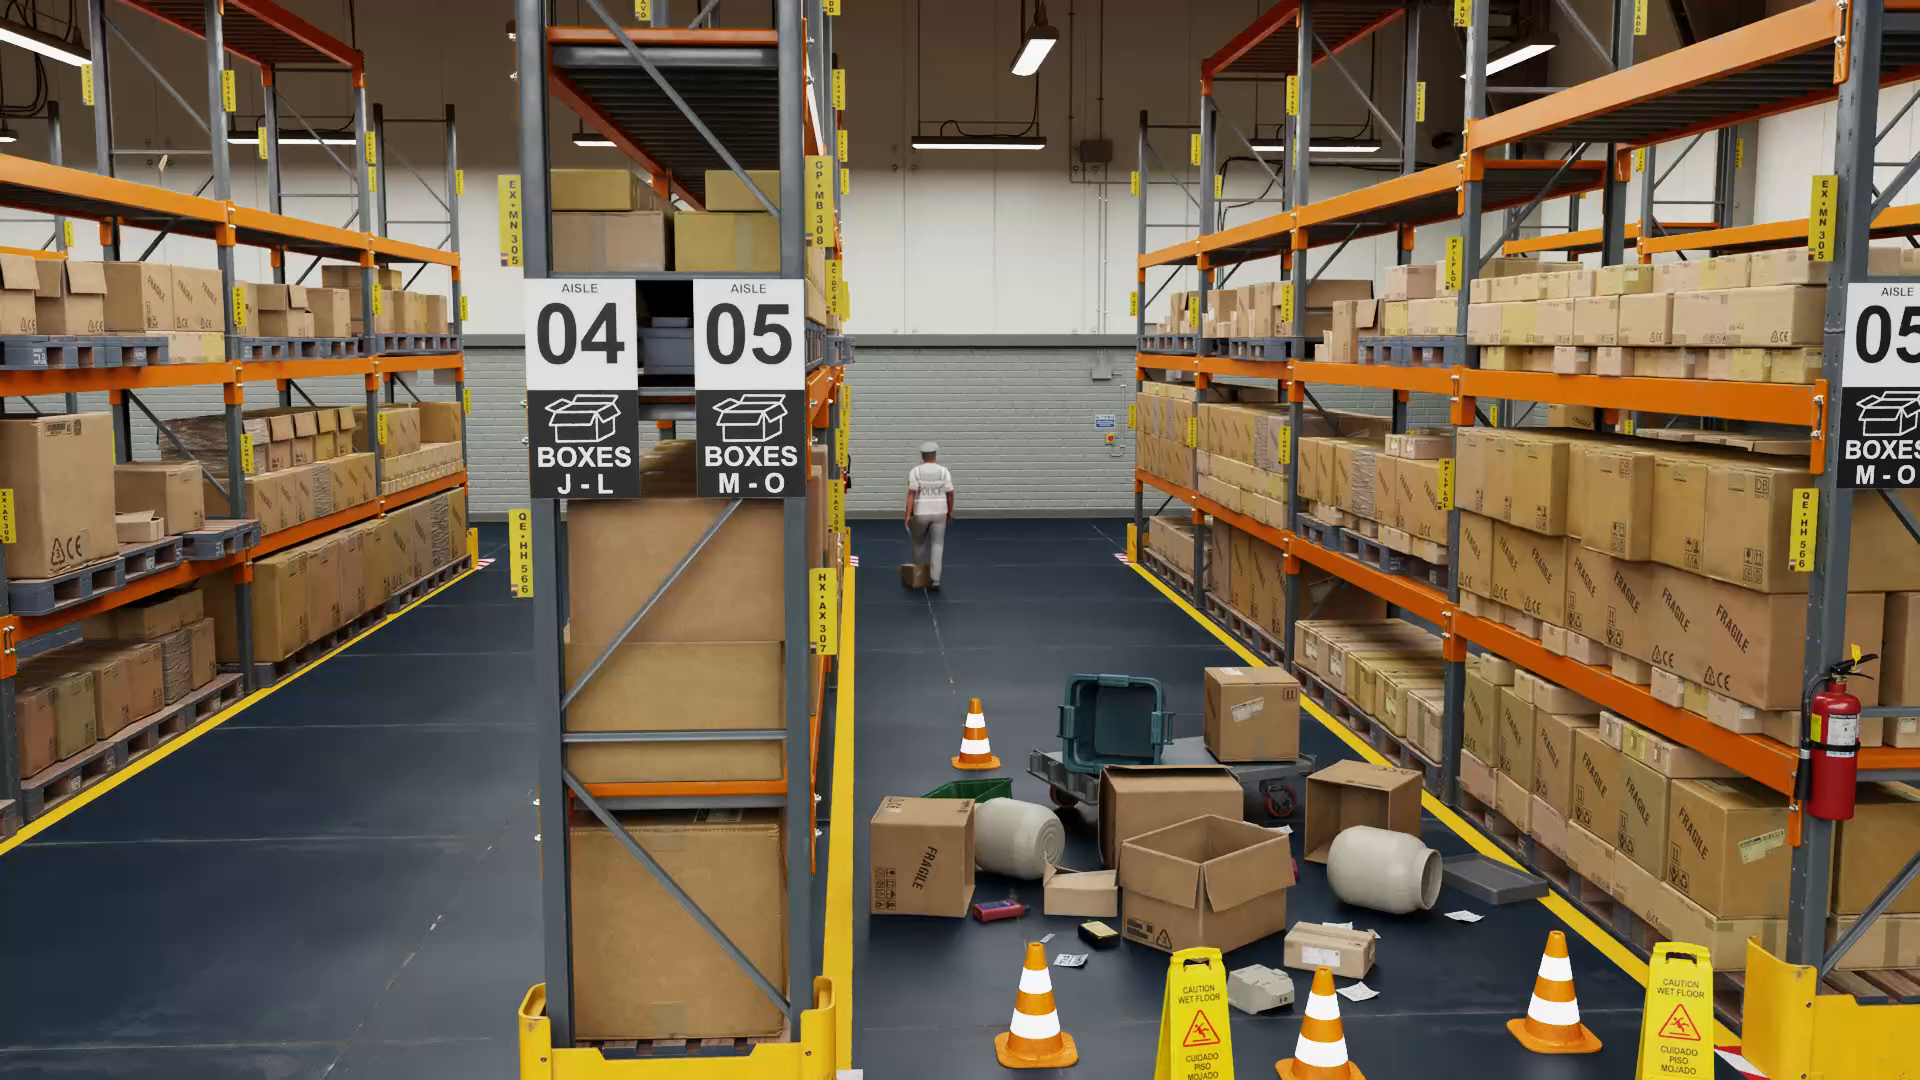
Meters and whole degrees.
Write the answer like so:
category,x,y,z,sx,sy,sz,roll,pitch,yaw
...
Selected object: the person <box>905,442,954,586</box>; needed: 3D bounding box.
category,x,y,z,sx,sy,sz,roll,pitch,yaw
person,-0.373,-0.324,20.266,0.593,1.735,0.956,0,7,-1
